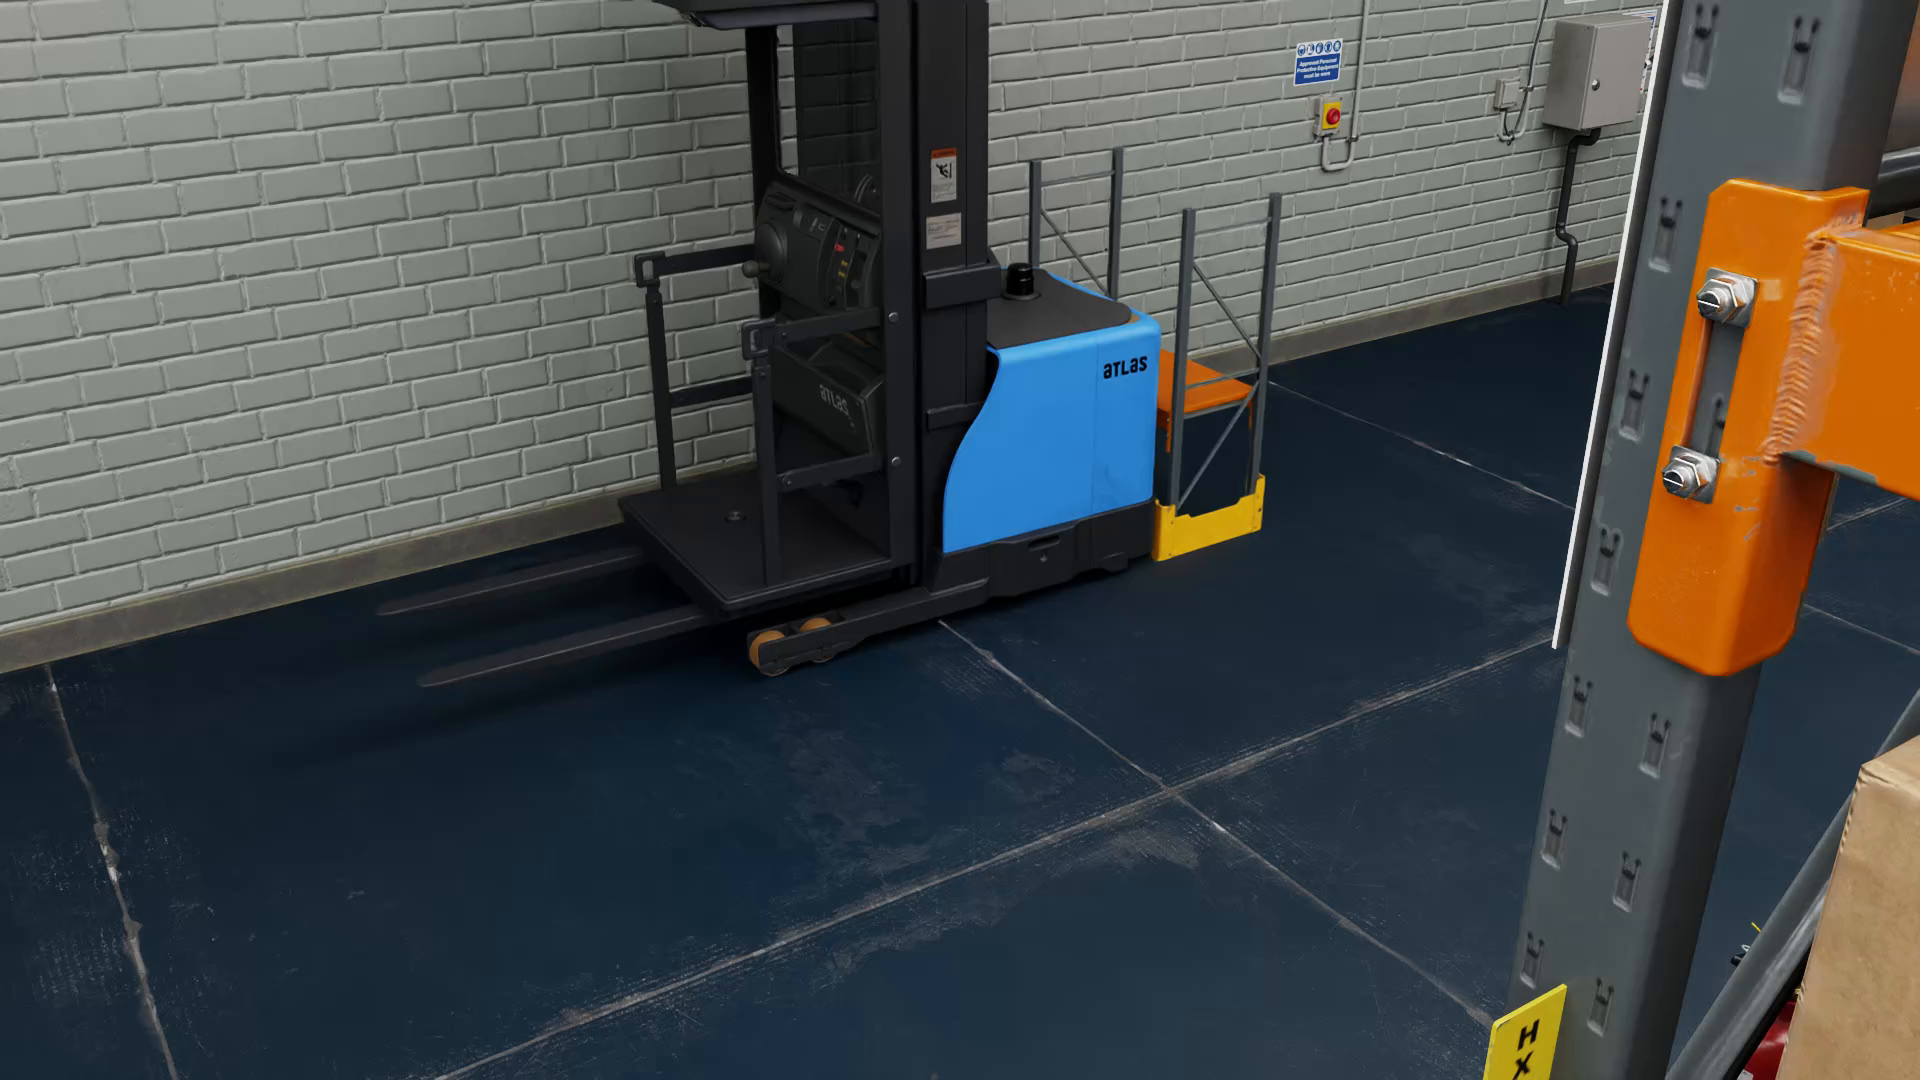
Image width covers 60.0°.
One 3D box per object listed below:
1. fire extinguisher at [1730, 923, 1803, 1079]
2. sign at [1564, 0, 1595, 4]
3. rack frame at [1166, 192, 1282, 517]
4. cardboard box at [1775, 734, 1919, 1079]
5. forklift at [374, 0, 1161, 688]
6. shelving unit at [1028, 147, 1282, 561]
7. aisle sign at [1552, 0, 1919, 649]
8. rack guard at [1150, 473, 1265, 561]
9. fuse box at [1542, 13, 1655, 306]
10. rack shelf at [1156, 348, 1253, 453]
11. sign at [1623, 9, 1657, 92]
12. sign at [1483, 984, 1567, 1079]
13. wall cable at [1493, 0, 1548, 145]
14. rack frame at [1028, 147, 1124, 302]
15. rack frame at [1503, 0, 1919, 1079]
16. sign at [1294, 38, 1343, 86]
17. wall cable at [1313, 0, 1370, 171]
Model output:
[{"bbox_3d":[1.212,0.828,2.510,0.296,0.674,0.183,-16,29,-30],"label":"fire extinguisher"},{"bbox_3d":[3.637,-3.251,9.656,0.339,0.242,0.001,-16,29,-30],"label":"sign"},{"bbox_3d":[1.082,-0.664,6.901,0.500,1.500,0.032,-16,30,-30],"label":"rack frame"},{"bbox_3d":[0.985,0.413,1.225,0.500,0.500,0.500,-16,29,-30],"label":"cardboard box"},{"bbox_3d":[-0.712,-1.078,6.099,3.031,2.935,1.130,-14,29,-28],"label":"forklift"},{"bbox_3d":[0.796,-0.848,7.290,0.587,1.500,1.083,-16,30,-30],"label":"shelving unit"},{"bbox_3d":[0.671,-0.310,1.347,0.394,0.787,0.004,-16,29,-30],"label":"aisle sign"},{"bbox_3d":[1.072,-0.106,7.182,0.587,0.250,0.087,-16,30,-30],"label":"rack guard"},{"bbox_3d":[3.797,-2.234,9.977,0.539,1.711,0.414,-16,29,-30],"label":"fuse box"},{"bbox_3d":[0.801,-0.682,7.360,0.538,0.185,1.000,-16,30,-30],"label":"rack shelf"},{"bbox_3d":[4.097,-2.963,10.123,0.329,0.494,0.001,-16,29,-30],"label":"sign"},{"bbox_3d":[0.508,0.557,1.542,0.100,0.325,0.005,-16,29,-30],"label":"sign"},{"bbox_3d":[3.139,-3.173,9.268,0.588,1.984,0.122,-16,29,-30],"label":"wall cable"},{"bbox_3d":[0.520,-1.026,7.666,0.500,1.500,0.032,-16,30,-30],"label":"rack frame"},{"bbox_3d":[0.960,0.823,1.993,0.949,2.616,0.053,-16,29,-30],"label":"rack frame"},{"bbox_3d":[1.883,-2.512,8.741,0.327,0.218,0.001,-16,29,-30],"label":"sign"},{"bbox_3d":[1.957,-2.853,8.552,0.585,1.953,0.123,-16,29,-30],"label":"wall cable"}]
